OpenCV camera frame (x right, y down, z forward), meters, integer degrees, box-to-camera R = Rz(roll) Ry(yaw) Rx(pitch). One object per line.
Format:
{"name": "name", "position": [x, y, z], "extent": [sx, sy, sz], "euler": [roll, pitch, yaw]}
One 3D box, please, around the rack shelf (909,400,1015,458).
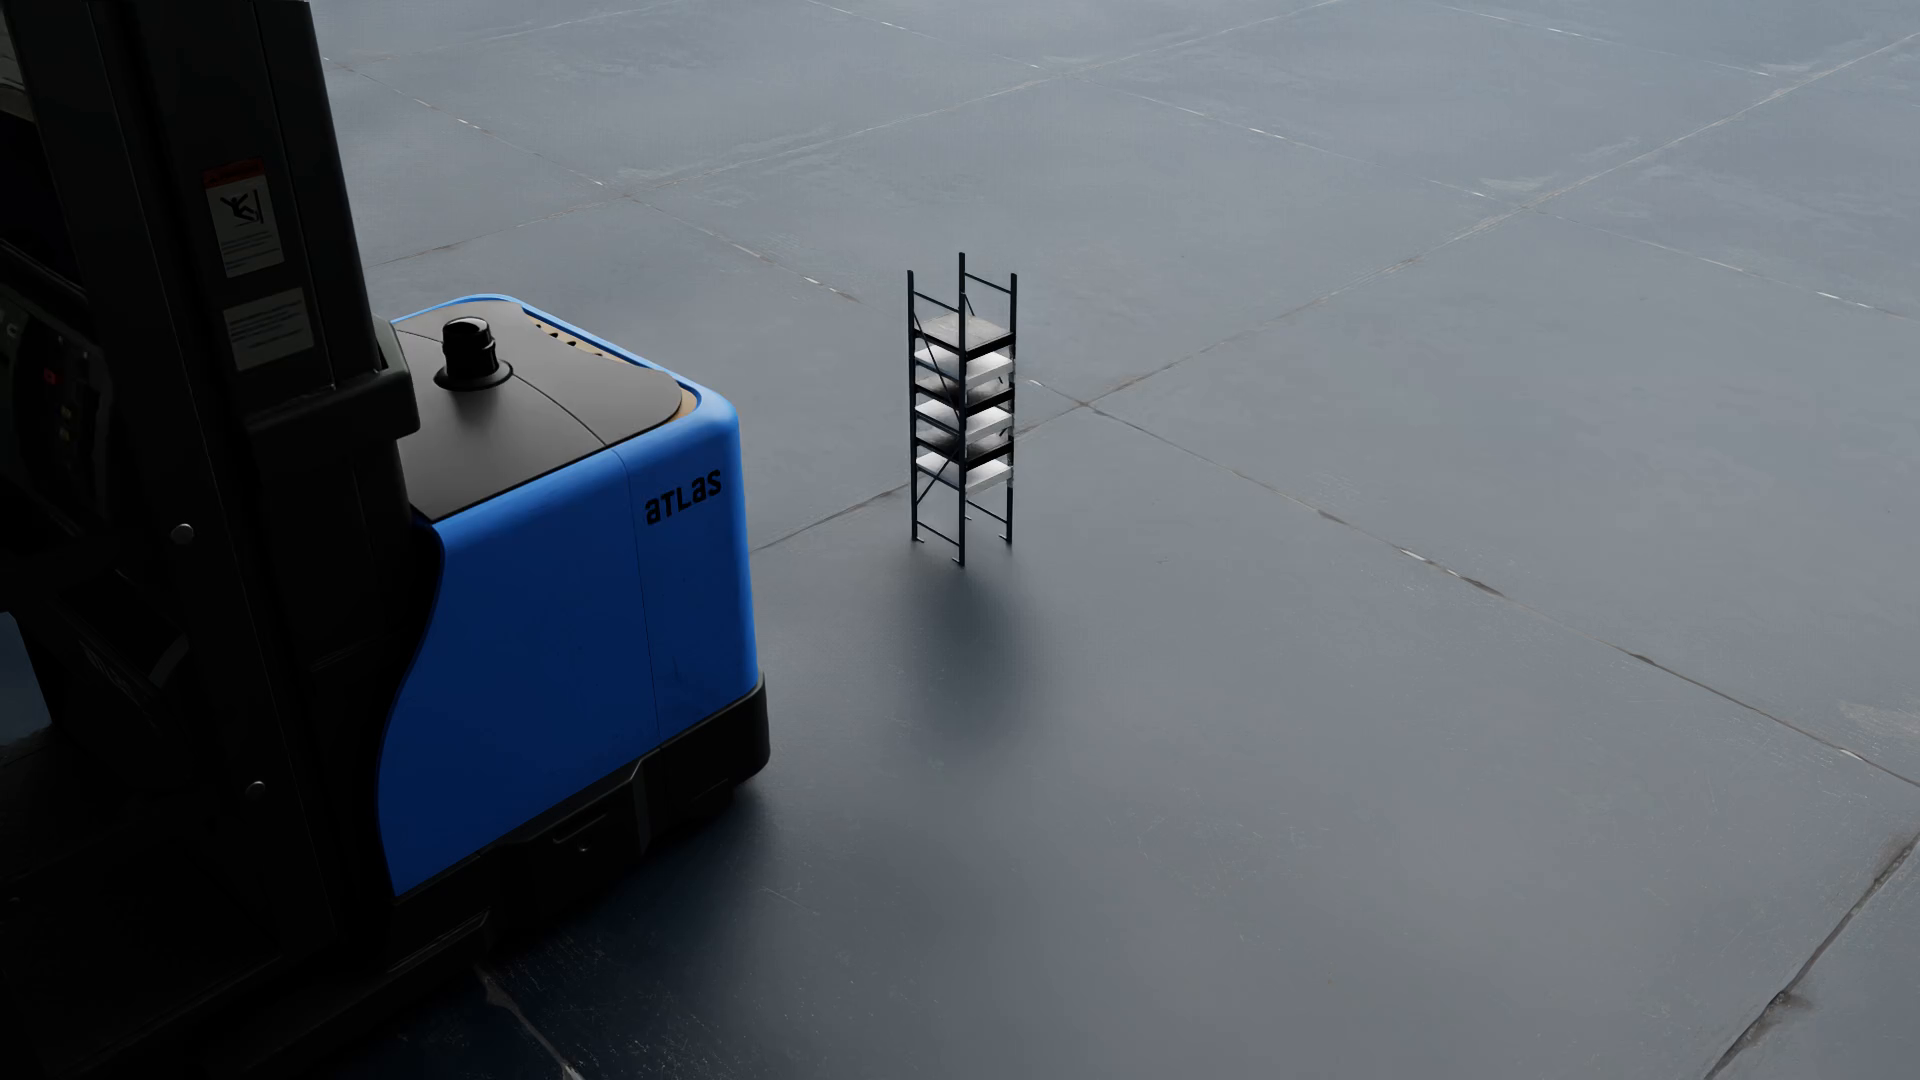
{"name": "rack shelf", "position": [0.006, -0.358, 5.037], "extent": [0.200, 0.077, 0.258], "euler": [-26, 40, -35]}

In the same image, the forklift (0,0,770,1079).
{"name": "forklift", "position": [-1.851, -0.251, 2.851], "extent": [1.130, 2.935, 3.031], "euler": [26, 40, 35]}

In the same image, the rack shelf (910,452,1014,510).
{"name": "rack shelf", "position": [0.006, -0.205, 5.131], "extent": [0.200, 0.077, 0.258], "euler": [-26, 40, -35]}

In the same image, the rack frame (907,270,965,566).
{"name": "rack frame", "position": [-0.069, -0.351, 4.961], "extent": [0.006, 0.900, 0.240], "euler": [-26, 40, -35]}

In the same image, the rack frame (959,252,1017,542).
{"name": "rack frame", "position": [0.081, -0.423, 5.079], "extent": [0.006, 0.900, 0.240], "euler": [-26, 40, -35]}

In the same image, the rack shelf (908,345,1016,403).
{"name": "rack shelf", "position": [0.006, -0.512, 4.943], "extent": [0.200, 0.077, 0.258], "euler": [-26, 40, -35]}

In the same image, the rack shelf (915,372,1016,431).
{"name": "rack shelf", "position": [0.006, -0.435, 4.990], "extent": [0.200, 0.077, 0.258], "euler": [-26, 40, -35]}

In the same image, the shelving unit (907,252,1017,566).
{"name": "shelving unit", "position": [0.006, -0.387, 5.020], "extent": [0.210, 0.900, 0.258], "euler": [-26, 40, -35]}

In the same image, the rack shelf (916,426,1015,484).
{"name": "rack shelf", "position": [0.006, -0.282, 5.084], "extent": [0.200, 0.077, 0.258], "euler": [-26, 40, -35]}

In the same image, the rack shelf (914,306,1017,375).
{"name": "rack shelf", "position": [0.006, -0.589, 4.896], "extent": [0.200, 0.077, 0.258], "euler": [-26, 40, -35]}
